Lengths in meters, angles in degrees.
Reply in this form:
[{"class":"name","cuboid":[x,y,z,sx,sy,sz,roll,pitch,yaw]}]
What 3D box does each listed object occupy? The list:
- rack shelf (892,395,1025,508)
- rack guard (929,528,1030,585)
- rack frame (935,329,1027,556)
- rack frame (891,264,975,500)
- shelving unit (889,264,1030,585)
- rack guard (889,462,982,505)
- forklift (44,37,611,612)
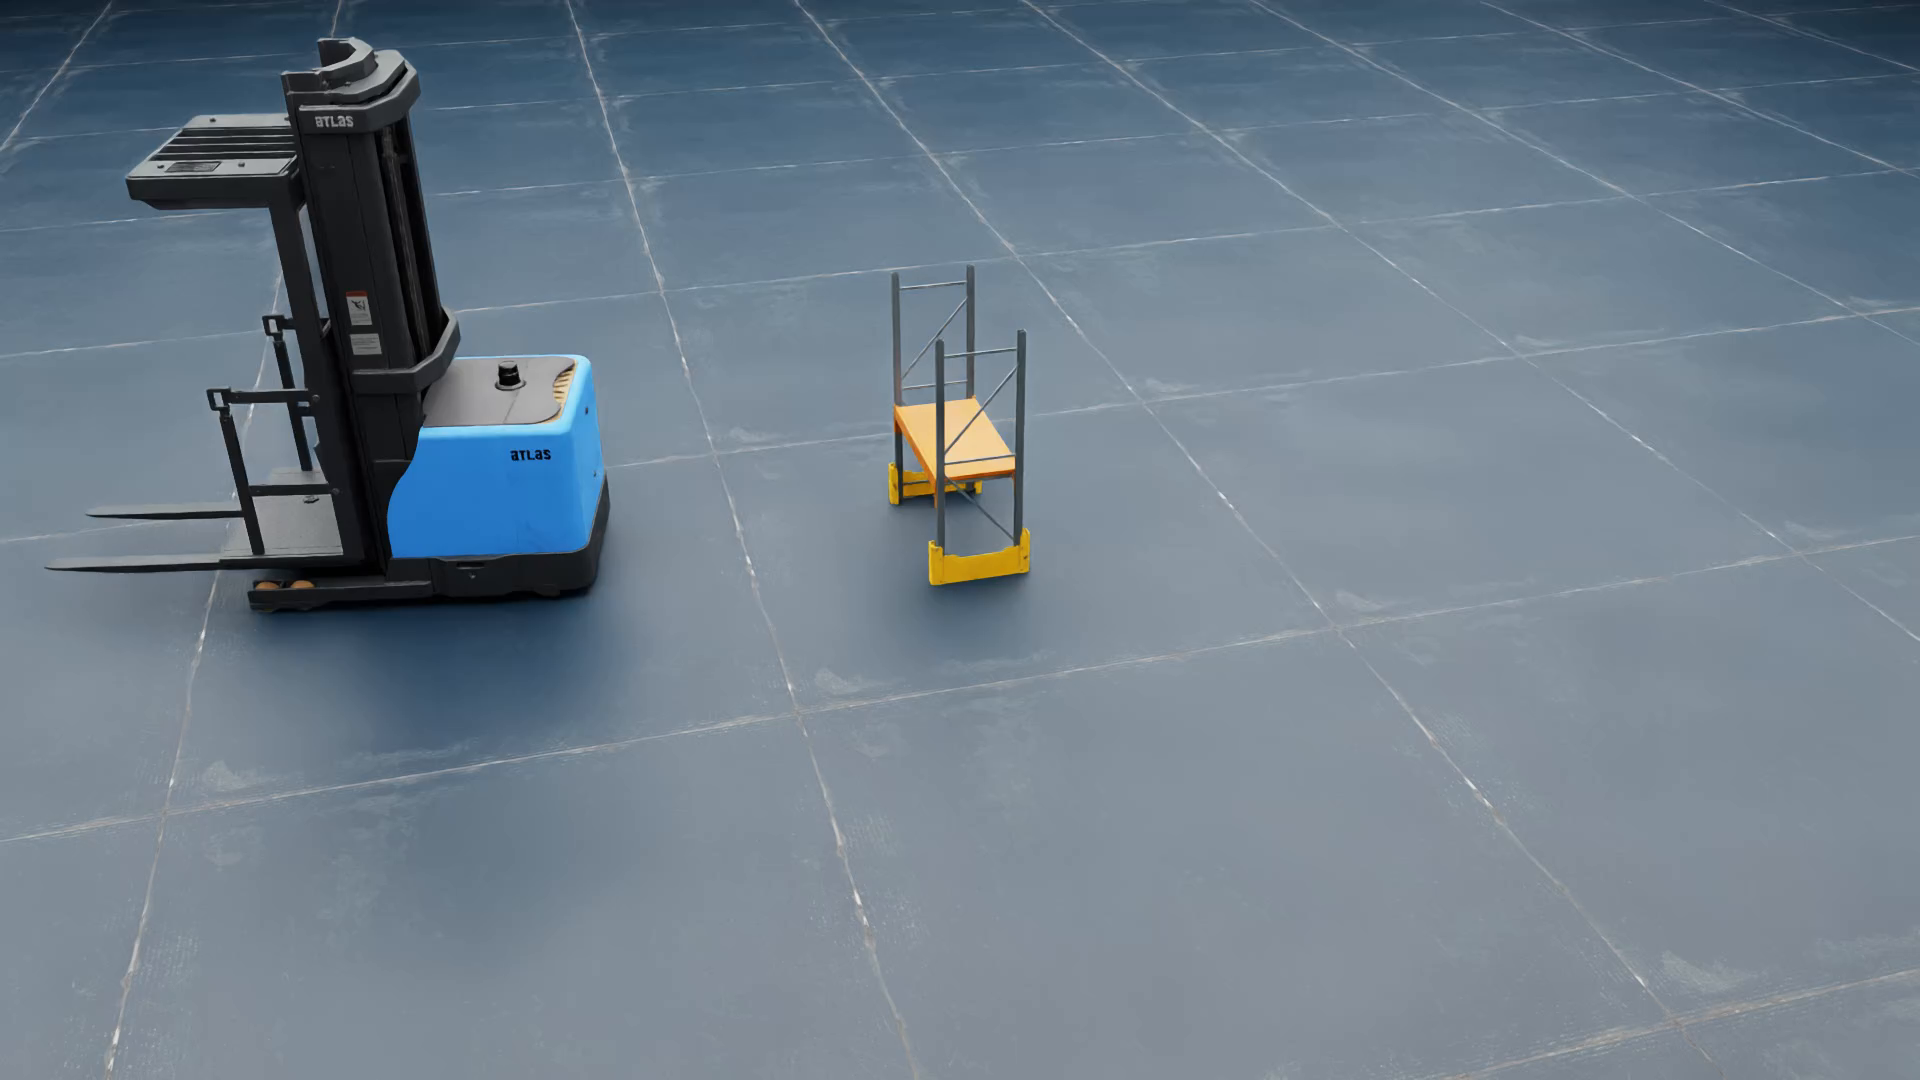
[{"class":"rack shelf","cuboid":[-0.023,-0.535,9.767,0.538,0.185,1.000,-8,31,-13]},{"class":"rack guard","cuboid":[0.112,0.096,9.567,0.587,0.250,0.087,-8,31,-13]},{"class":"rack frame","cuboid":[0.112,-0.445,9.252,0.500,1.500,0.032,-8,31,-13]},{"class":"rack frame","cuboid":[-0.158,-0.936,10.101,0.500,1.500,0.032,-8,31,-13]},{"class":"shelving unit","cuboid":[-0.020,-0.686,9.669,0.587,1.500,1.083,-8,31,-13]},{"class":"rack guard","cuboid":[-0.152,-0.386,10.398,0.587,0.250,0.087,-8,31,-13]},{"class":"forklift","cuboid":[-3.622,-1.141,9.026,3.031,2.935,1.130,-2,30,-3]}]
